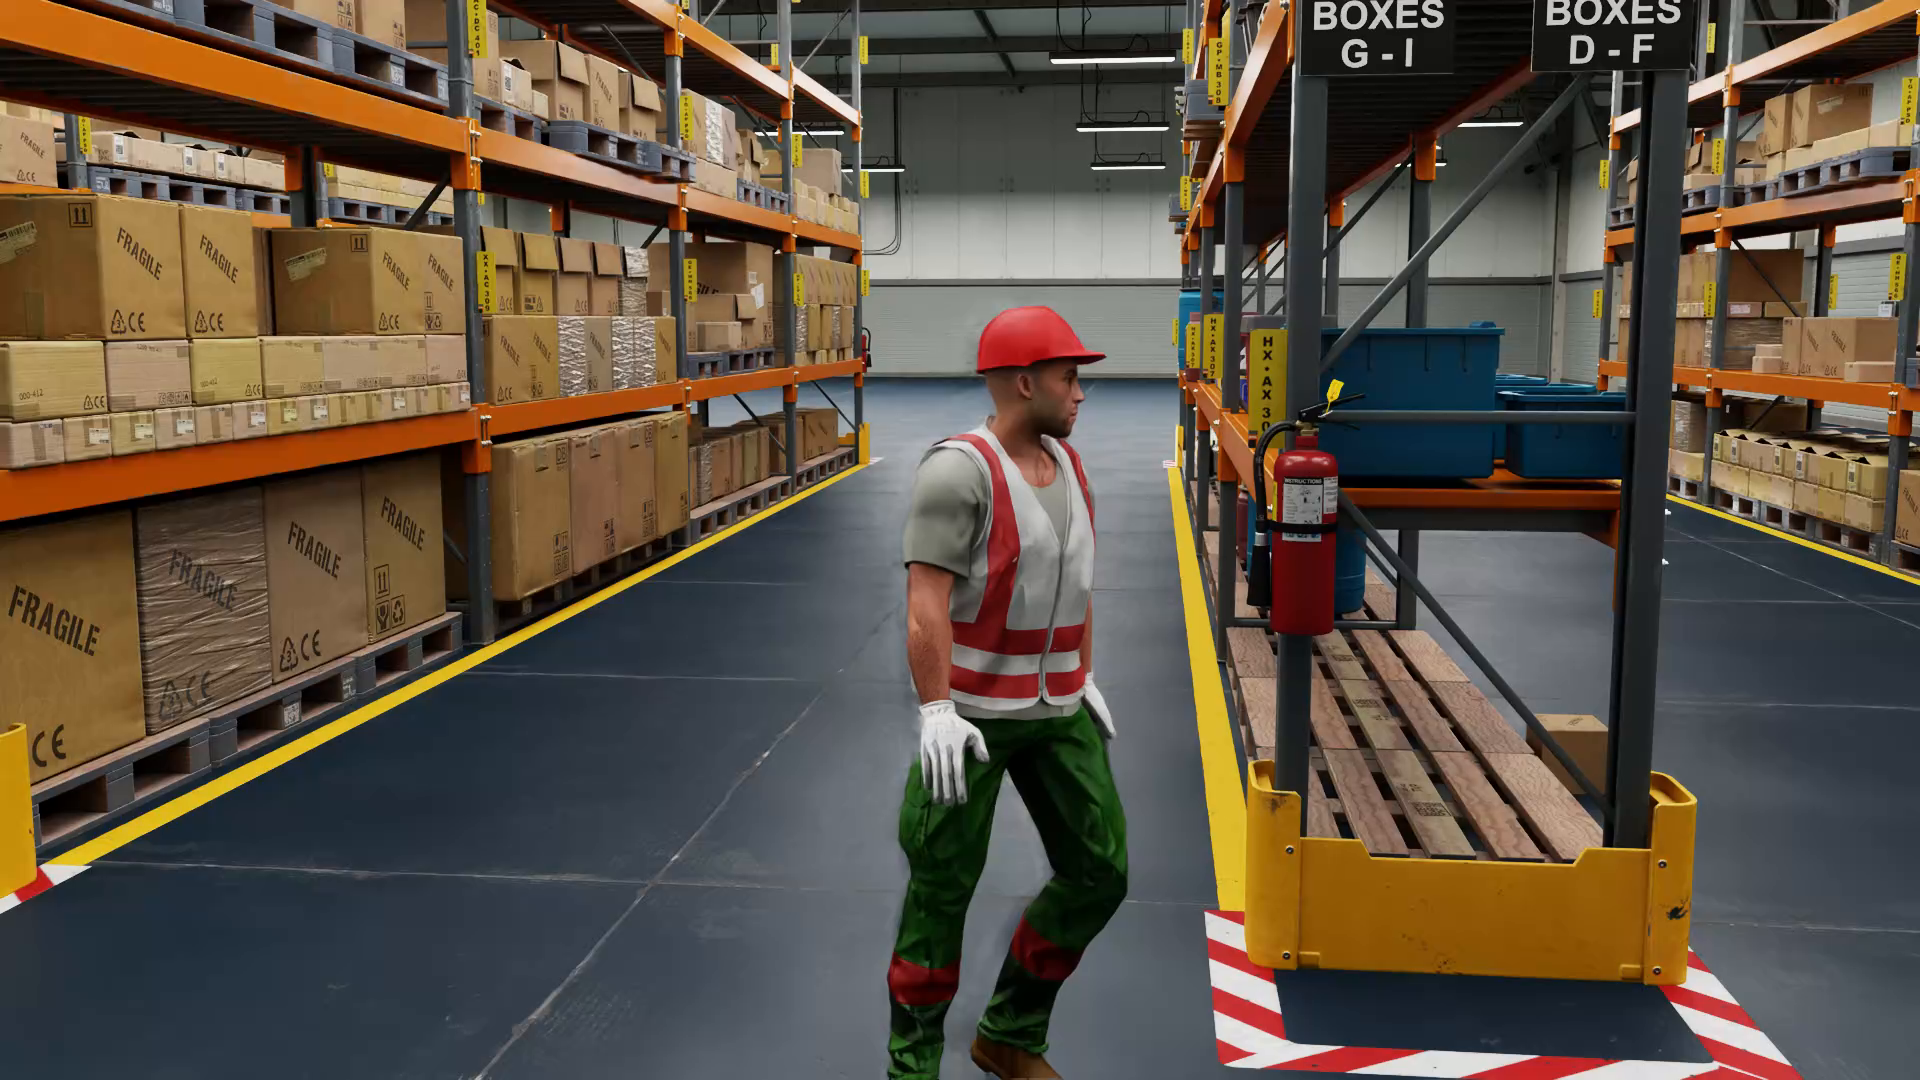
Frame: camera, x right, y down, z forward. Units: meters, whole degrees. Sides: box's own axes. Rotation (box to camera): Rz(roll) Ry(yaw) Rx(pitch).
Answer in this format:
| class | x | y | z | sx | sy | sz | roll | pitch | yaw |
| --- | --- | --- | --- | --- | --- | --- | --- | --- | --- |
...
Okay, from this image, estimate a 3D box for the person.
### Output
| class | x | y | z | sx | sy | sz | roll | pitch | yaw |
| --- | --- | --- | --- | --- | --- | --- | --- | --- | --- |
| person | 0.120 | 0.397 | 3.615 | 0.717 | 1.798 | 0.467 | -6 | 9 | -37 |
